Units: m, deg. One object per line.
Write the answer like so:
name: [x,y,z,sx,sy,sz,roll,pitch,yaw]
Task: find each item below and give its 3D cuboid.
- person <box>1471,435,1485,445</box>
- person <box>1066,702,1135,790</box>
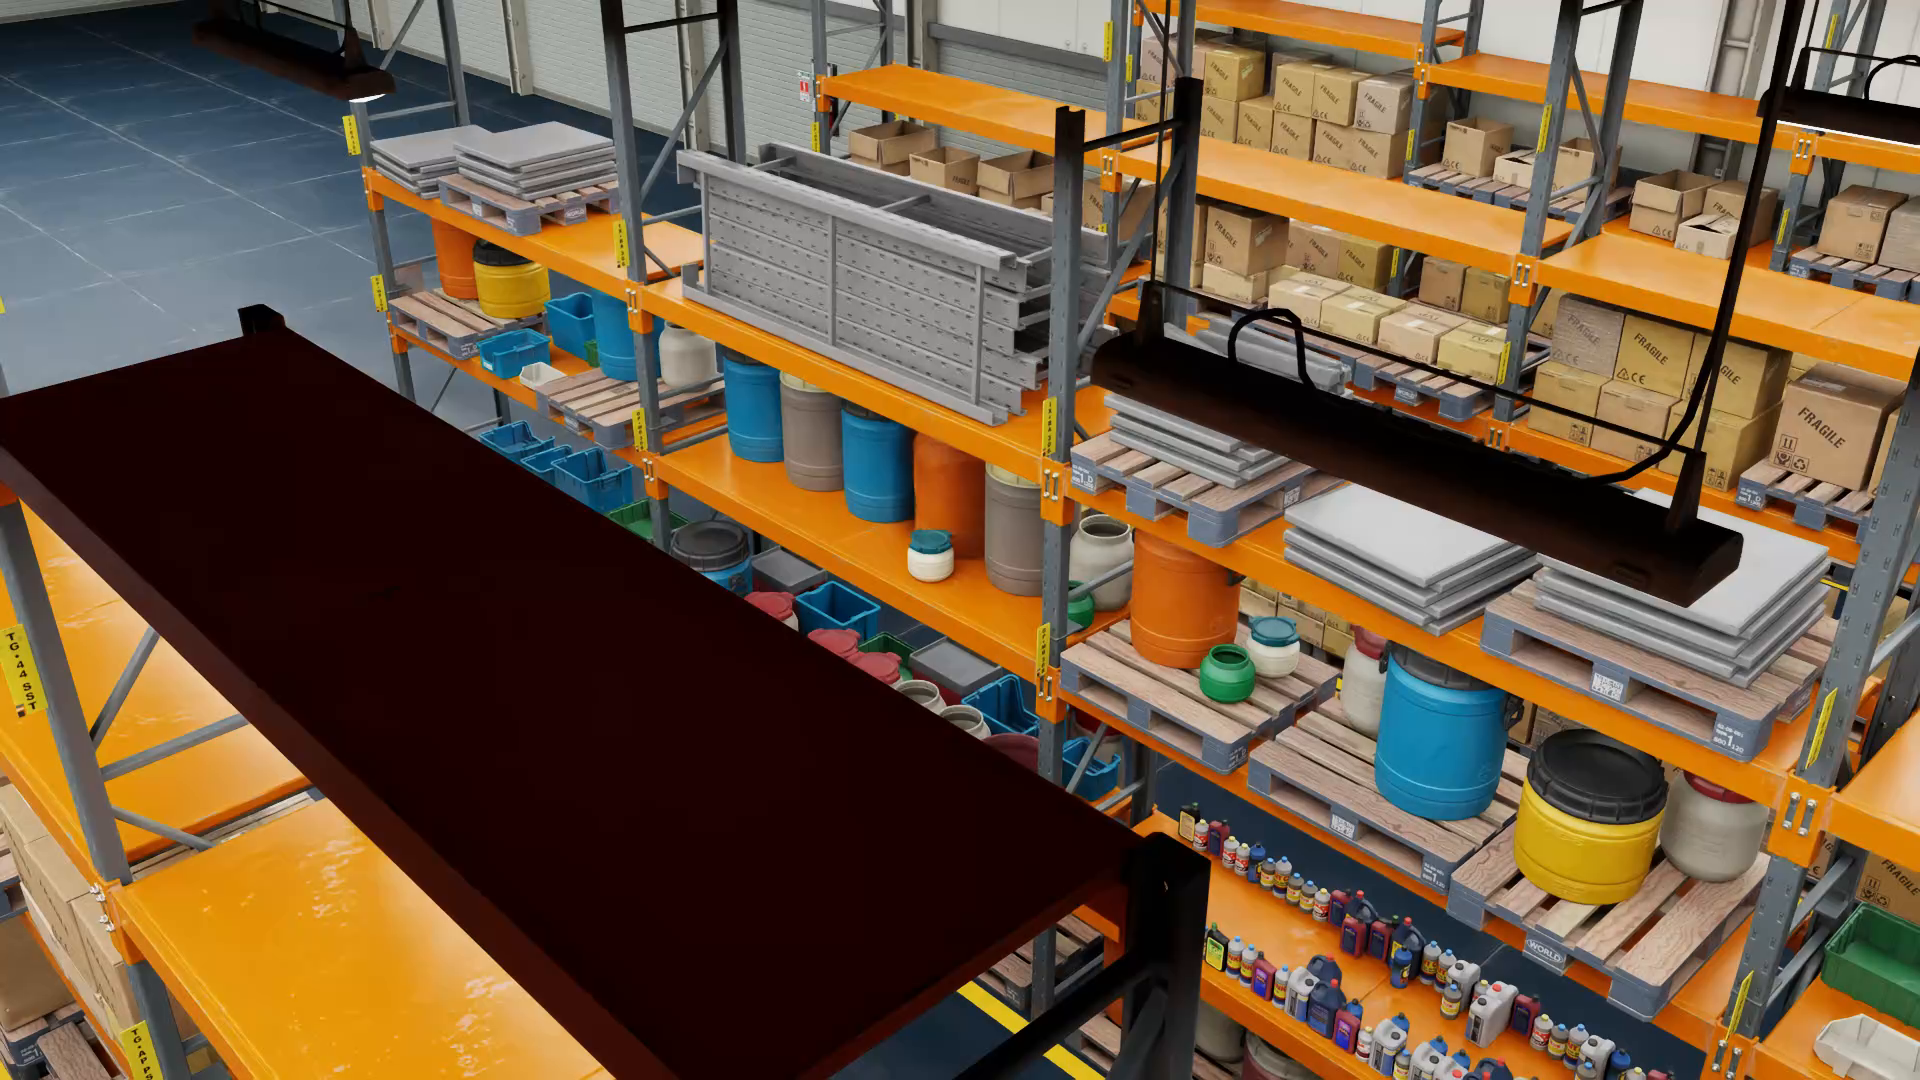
person: [5.382,-1.026,17.024,1.078,1.591,0.553,15,32,26]
person: [1.021,1.444,11.922,0.577,1.634,0.636,21,35,34]
